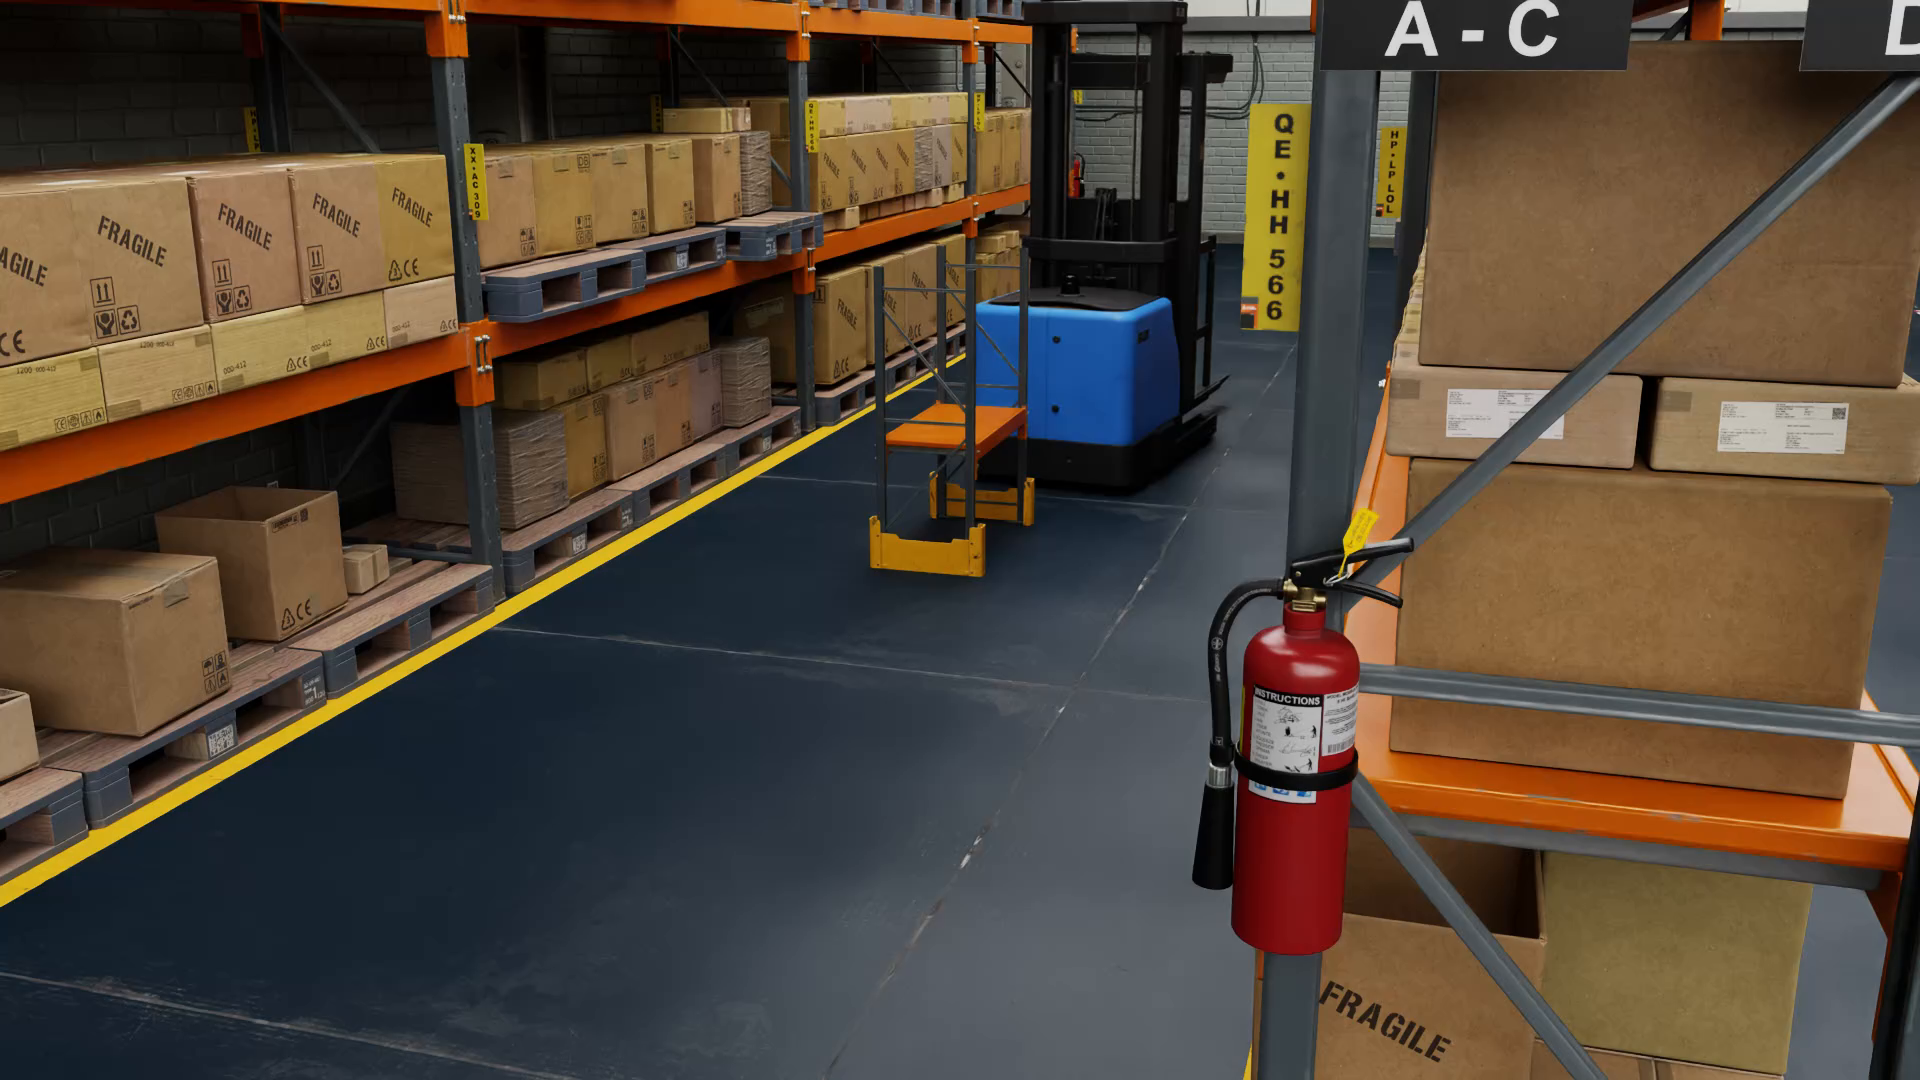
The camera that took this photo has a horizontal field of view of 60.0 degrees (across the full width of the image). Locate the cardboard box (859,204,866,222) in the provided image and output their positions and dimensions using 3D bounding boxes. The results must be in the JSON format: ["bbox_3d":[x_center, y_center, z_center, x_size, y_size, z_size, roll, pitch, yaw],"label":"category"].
[{"bbox_3d":[-0.923,-2.457,12.418,0.380,0.149,0.250,5,17,17],"label":"cardboard box"}]

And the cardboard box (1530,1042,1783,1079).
[{"bbox_3d":[1.349,1.246,3.208,0.500,0.250,0.500,5,16,16],"label":"cardboard box"}]

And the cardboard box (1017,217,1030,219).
[{"bbox_3d":[0.815,-3.394,17.919,0.380,0.149,0.250,4,16,15],"label":"cardboard box"}]

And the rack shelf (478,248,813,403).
[{"bbox_3d":[-2.063,-1.358,9.440,1.077,0.370,4.000,5,16,16],"label":"rack shelf"}]

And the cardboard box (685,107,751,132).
[{"bbox_3d":[-1.563,-2.707,10.698,0.380,0.149,0.250,2,16,9],"label":"cardboard box"}]

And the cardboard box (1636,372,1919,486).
[{"bbox_3d":[1.301,-0.198,2.657,0.380,0.149,0.250,5,16,15],"label":"cardboard box"}]

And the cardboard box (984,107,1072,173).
[{"bbox_3d":[0.644,-4.331,18.051,0.980,0.700,0.700,5,17,18],"label":"cardboard box"}]

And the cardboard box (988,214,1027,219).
[{"bbox_3d":[0.520,-3.490,18.258,0.380,0.149,0.250,5,17,16],"label":"cardboard box"}]

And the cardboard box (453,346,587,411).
[{"bbox_3d":[-2.316,-0.860,8.766,0.500,0.250,0.500,4,16,15],"label":"cardboard box"}]

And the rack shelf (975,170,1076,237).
[{"bbox_3d":[0.211,-3.451,16.819,1.077,0.370,4.000,5,16,16],"label":"rack shelf"}]

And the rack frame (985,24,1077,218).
[{"bbox_3d":[0.779,-4.321,18.565,1.000,3.000,0.127,5,16,16],"label":"rack frame"}]

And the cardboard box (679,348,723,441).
[{"bbox_3d":[-1.907,-0.919,10.346,0.700,0.500,0.500,5,16,16],"label":"cardboard box"}]

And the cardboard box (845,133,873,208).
[{"bbox_3d":[-0.953,-2.672,11.988,0.500,0.500,0.500,5,17,18],"label":"cardboard box"}]

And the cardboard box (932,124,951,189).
[{"bbox_3d":[-0.382,-3.200,13.851,0.500,0.500,0.500,5,17,16],"label":"cardboard box"}]

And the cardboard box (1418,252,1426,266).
[{"bbox_3d":[1.348,-0.632,4.190,0.380,0.149,0.250,4,16,15],"label":"cardboard box"}]

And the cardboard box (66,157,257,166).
[{"bbox_3d":[-3.115,-1.238,6.560,0.500,0.500,0.500,5,16,16],"label":"cardboard box"}]

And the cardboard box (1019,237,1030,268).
[{"bbox_3d":[0.392,-2.867,17.250,0.700,0.500,0.500,4,16,14],"label":"cardboard box"}]

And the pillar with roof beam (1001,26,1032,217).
[{"bbox_3d":[4.845,-7.646,19.297,9.100,9.000,0.400,5,16,16],"label":"pillar with roof beam"}]

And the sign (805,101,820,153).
[{"bbox_3d":[-0.971,-2.707,10.899,0.100,0.325,0.005,5,16,16],"label":"sign"}]

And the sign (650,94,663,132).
[{"bbox_3d":[-2.027,-2.827,11.177,0.100,0.325,0.005,5,16,16],"label":"sign"}]

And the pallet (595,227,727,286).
[{"bbox_3d":[-2.017,-1.614,9.375,1.003,0.211,1.213,5,16,16],"label":"pallet"}]

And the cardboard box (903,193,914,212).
[{"bbox_3d":[-0.585,-2.724,13.358,0.380,0.149,0.250,4,16,14],"label":"cardboard box"}]

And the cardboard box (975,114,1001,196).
[{"bbox_3d":[-0.188,-3.559,15.331,0.980,0.700,0.700,5,17,17],"label":"cardboard box"}]

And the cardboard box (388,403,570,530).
[{"bbox_3d":[-2.438,-0.384,8.461,0.700,0.500,0.500,5,17,18],"label":"cardboard box"}]

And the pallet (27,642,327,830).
[{"bbox_3d":[-3.133,0.659,6.119,1.003,0.211,1.213,5,16,16],"label":"pallet"}]

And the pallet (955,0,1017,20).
[{"bbox_3d":[-0.115,-4.888,15.230,1.003,0.211,1.213,5,16,16],"label":"pallet"}]

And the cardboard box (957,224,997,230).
[{"bbox_3d":[0.161,-3.158,17.088,0.380,0.149,0.250,5,17,16],"label":"cardboard box"}]

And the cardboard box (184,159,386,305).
[{"bbox_3d":[-2.605,-1.201,6.430,0.500,0.500,0.500,5,16,16],"label":"cardboard box"}]

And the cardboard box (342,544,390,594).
[{"bbox_3d":[-2.754,0.113,7.322,0.380,0.166,0.250,2,16,9],"label":"cardboard box"}]

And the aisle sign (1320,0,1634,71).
[{"bbox_3d":[0.683,-1.008,2.121,0.394,0.787,0.004,5,16,16],"label":"aisle sign"}]

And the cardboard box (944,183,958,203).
[{"bbox_3d":[-0.231,-2.985,14.279,0.380,0.149,0.250,5,17,17],"label":"cardboard box"}]

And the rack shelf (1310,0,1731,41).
[{"bbox_3d":[1.551,-1.372,3.990,1.077,0.370,4.000,5,16,16],"label":"rack shelf"}]

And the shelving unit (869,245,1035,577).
[{"bbox_3d":[-0.022,-0.702,8.554,0.587,1.500,1.083,5,16,16],"label":"shelving unit"}]

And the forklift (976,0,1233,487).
[{"bbox_3d":[1.091,-2.080,10.790,1.130,2.935,3.031,7,17,22],"label":"forklift"}]

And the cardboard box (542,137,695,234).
[{"bbox_3d":[-1.951,-2.036,9.521,0.700,0.500,0.500,5,16,16],"label":"cardboard box"}]

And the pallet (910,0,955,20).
[{"bbox_3d":[-0.571,-4.381,13.633,0.805,0.209,1.217,4,16,14],"label":"pallet"}]

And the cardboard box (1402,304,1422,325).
[{"bbox_3d":[1.054,-0.362,3.236,0.380,0.149,0.250,4,16,15],"label":"cardboard box"}]

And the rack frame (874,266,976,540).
[{"bbox_3d":[-0.169,-0.566,8.077,0.500,1.500,0.032,5,16,16],"label":"rack frame"}]

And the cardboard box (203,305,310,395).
[{"bbox_3d":[-2.753,-0.709,6.069,0.500,0.250,0.500,5,16,16],"label":"cardboard box"}]

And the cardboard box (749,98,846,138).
[{"bbox_3d":[-1.110,-2.896,11.402,0.500,0.250,0.500,5,17,17],"label":"cardboard box"}]

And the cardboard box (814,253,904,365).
[{"bbox_3d":[-0.904,-1.806,12.871,0.750,0.750,0.750,5,16,16],"label":"cardboard box"}]

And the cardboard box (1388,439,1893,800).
[{"bbox_3d":[1.128,0.079,2.870,0.700,0.500,0.500,5,16,16],"label":"cardboard box"}]

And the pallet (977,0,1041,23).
[{"bbox_3d":[0.234,-5.206,16.352,1.003,0.211,1.213,5,16,16],"label":"pallet"}]

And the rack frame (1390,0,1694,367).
[{"bbox_3d":[2.120,-0.798,6.146,1.000,3.000,0.127,5,16,16],"label":"rack frame"}]
